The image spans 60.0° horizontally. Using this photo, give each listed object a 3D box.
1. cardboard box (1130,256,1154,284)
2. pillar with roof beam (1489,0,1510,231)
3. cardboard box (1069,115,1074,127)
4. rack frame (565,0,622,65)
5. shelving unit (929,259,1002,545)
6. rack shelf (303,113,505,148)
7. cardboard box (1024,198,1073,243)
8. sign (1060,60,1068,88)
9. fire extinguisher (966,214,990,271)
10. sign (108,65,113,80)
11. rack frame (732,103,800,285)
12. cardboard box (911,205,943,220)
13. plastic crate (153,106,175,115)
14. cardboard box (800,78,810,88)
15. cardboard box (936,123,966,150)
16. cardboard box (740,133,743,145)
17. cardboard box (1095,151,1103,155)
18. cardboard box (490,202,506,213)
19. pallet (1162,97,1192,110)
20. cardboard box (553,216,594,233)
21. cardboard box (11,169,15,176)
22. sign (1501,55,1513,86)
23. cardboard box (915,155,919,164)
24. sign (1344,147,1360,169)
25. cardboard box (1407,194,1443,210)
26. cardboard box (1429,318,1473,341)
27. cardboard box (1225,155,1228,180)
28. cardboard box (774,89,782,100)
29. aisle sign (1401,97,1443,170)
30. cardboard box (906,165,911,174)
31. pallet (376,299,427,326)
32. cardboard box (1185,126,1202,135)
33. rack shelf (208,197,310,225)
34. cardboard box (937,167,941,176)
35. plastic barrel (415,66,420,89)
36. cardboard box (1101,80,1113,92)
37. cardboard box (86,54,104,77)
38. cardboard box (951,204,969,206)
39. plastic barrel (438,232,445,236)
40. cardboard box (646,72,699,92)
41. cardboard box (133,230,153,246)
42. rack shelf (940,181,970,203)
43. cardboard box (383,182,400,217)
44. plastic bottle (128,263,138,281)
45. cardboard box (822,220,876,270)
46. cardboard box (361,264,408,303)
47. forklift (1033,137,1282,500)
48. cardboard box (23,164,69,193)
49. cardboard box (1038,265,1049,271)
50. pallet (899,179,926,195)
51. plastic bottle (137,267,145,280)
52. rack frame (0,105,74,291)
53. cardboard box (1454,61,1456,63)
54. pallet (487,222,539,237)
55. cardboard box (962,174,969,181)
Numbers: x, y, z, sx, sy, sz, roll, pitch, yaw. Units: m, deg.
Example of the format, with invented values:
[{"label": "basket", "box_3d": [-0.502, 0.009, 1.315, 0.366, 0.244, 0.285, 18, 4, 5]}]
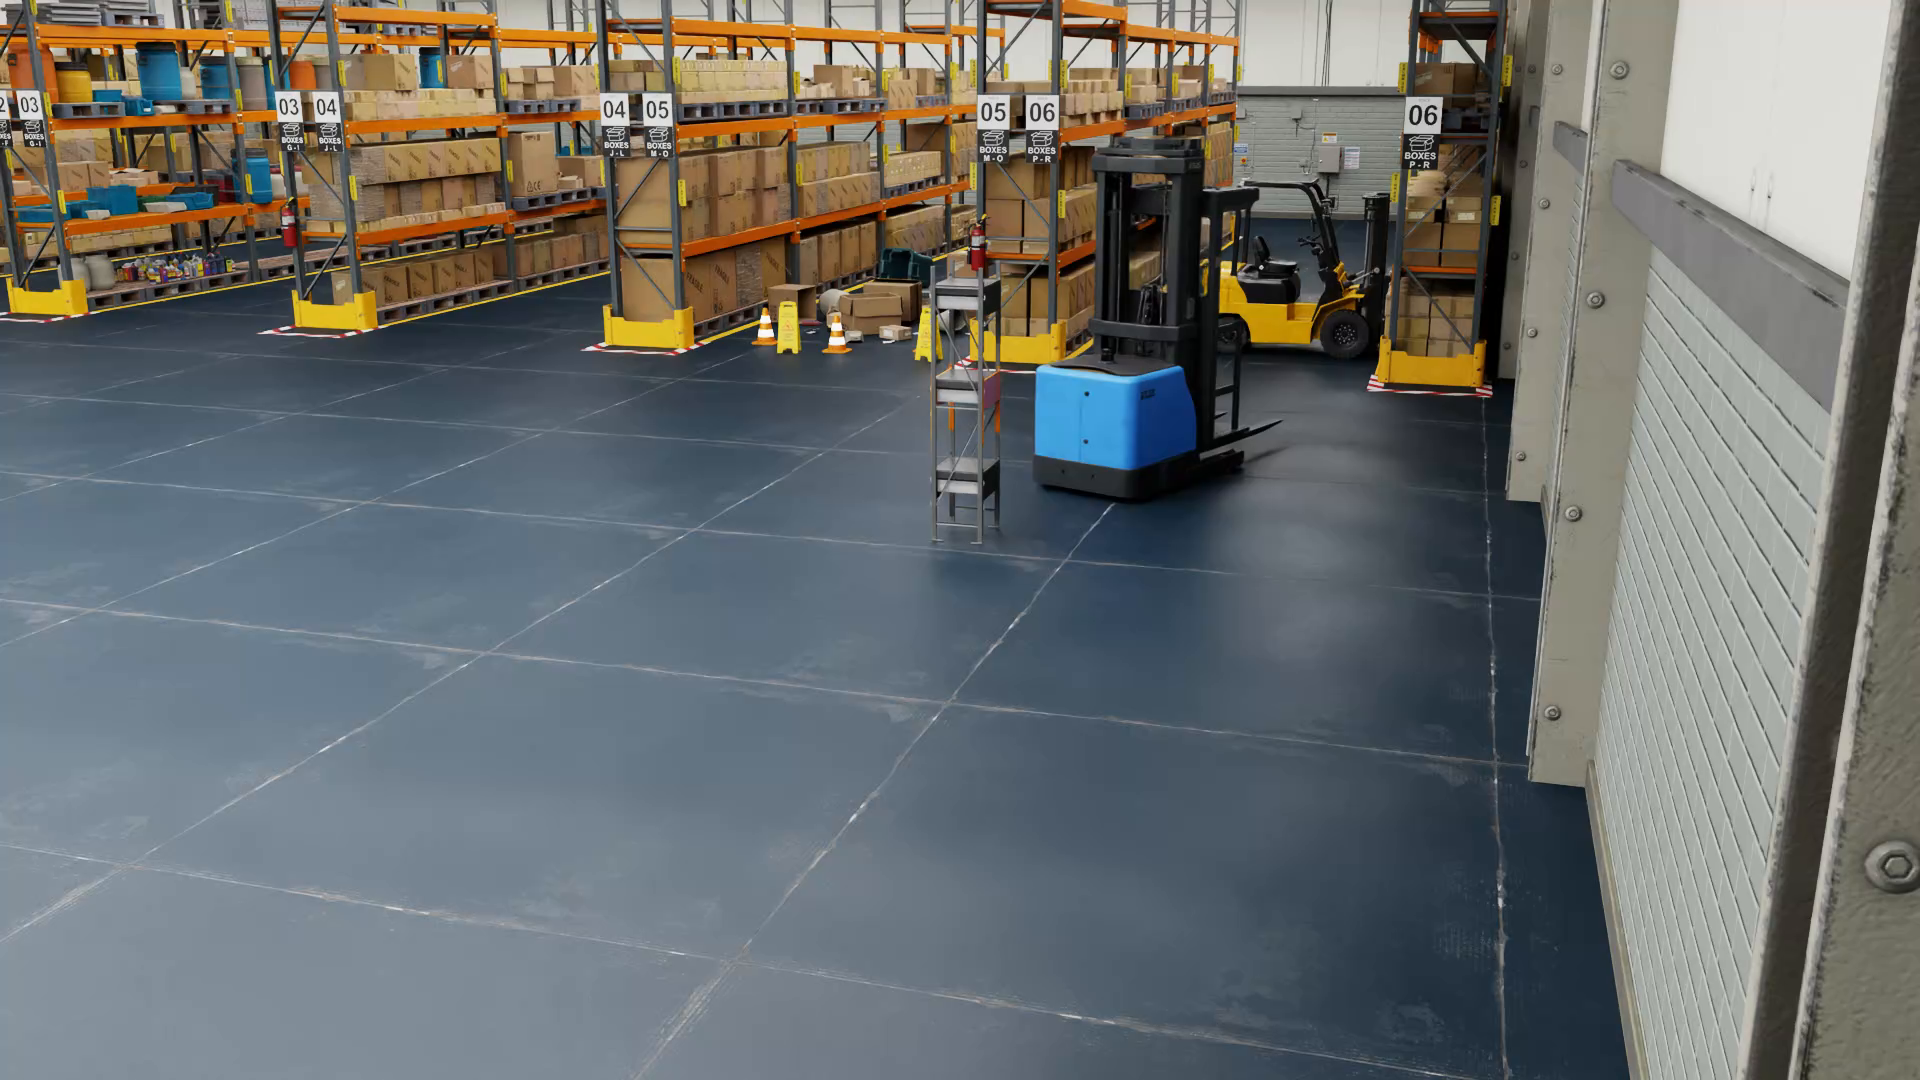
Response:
[{"label": "cardboard box", "box_3d": [2.597, -4.354, 26.729, 0.950, 0.372, 0.625, 4, 16, 15]}, {"label": "pillar with roof beam", "box_3d": [7.506, -11.321, 36.253, 9.100, 9.000, 0.400, 5, 16, 16]}, {"label": "cardboard box", "box_3d": [1.198, -5.190, 20.594, 0.380, 0.149, 0.250, 5, 17, 17]}, {"label": "rack frame", "box_3d": [-6.532, -9.412, 29.520, 1.000, 3.000, 0.127, 5, 16, 16]}, {"label": "shelving unit", "box_3d": [0.047, -1.053, 12.696, 0.431, 2.100, 0.503, 5, 16, 16]}, {"label": "rack shelf", "box_3d": [-8.237, -6.053, 24.493, 1.077, 0.370, 4.000, 5, 16, 16]}, {"label": "cardboard box", "box_3d": [1.096, -3.958, 20.557, 0.500, 0.500, 0.500, 4, 16, 15]}, {"label": "sign", "box_3d": [1.216, -5.485, 19.573, 0.100, 0.325, 0.005, 5, 16, 16]}, {"label": "fire extinguisher", "box_3d": [0.222, -3.633, 20.281, 0.296, 0.674, 0.183, 5, 16, 16]}, {"label": "sign", "box_3d": [-19.120, -10.528, 37.428, 0.100, 0.325, 0.005, 5, 16, 16]}, {"label": "rack frame", "box_3d": [-2.942, -5.068, 25.200, 1.000, 3.000, 0.127, 5, 16, 16]}, {"label": "cardboard box", "box_3d": [-0.638, -6.307, 32.004, 0.500, 0.250, 0.500, 4, 16, 14]}, {"label": "plastic crate", "box_3d": [-12.486, -6.728, 26.039, 0.243, 0.136, 0.396, 5, 16, 16]}, {"label": "cardboard box", "box_3d": [-2.655, -7.194, 26.408, 0.500, 0.311, 0.500, 4, 16, 14]}, {"label": "cardboard box", "box_3d": [-0.174, -8.069, 33.220, 0.500, 0.500, 0.500, 4, 16, 14]}, {"label": "cardboard box", "box_3d": [-4.867, -8.237, 34.729, 0.500, 0.500, 0.500, 5, 16, 16]}, {"label": "cardboard box", "box_3d": [1.931, -5.735, 24.866, 0.380, 0.149, 0.250, 4, 16, 14]}, {"label": "cardboard box", "box_3d": [-7.448, -5.279, 26.404, 0.380, 0.149, 0.250, 5, 16, 16]}, {"label": "pallet", "box_3d": [3.416, -7.575, 28.886, 1.003, 0.211, 1.213, 5, 17, 18]}, {"label": "cardboard box", "box_3d": [-6.835, -5.578, 29.399, 0.500, 0.250, 0.500, 7, 17, 22]}, {"label": "cardboard box", "box_3d": [-20.227, -7.763, 35.125, 0.380, 0.149, 0.250, 5, 17, 18]}, {"label": "sign", "box_3d": [5.986, -5.137, 18.200, 0.100, 0.325, 0.005, 5, 16, 16]}, {"label": "cardboard box", "box_3d": [-0.967, -7.067, 30.849, 0.380, 0.149, 0.250, 4, 16, 13]}, {"label": "sign", "box_3d": [9.328, -9.096, 39.576, 0.329, 0.494, 0.001, 5, 16, 16]}, {"label": "cardboard box", "box_3d": [5.356, -3.893, 19.142, 0.380, 0.149, 0.250, 5, 16, 16]}, {"label": "cardboard box", "box_3d": [5.789, -2.507, 19.523, 0.500, 0.250, 0.500, 5, 17, 17]}, {"label": "cardboard box", "box_3d": [5.202, -7.621, 34.018, 0.500, 0.500, 0.500, 4, 16, 15]}, {"label": "cardboard box", "box_3d": [-2.810, -6.454, 24.098, 0.380, 0.149, 0.250, 5, 17, 17]}, {"label": "aisle sign", "box_3d": [5.156, -4.536, 18.561, 0.394, 0.787, 0.004, 5, 16, 16]}, {"label": "cardboard box", "box_3d": [-1.111, -6.787, 30.405, 0.380, 0.149, 0.250, 4, 16, 15]}, {"label": "pallet", "box_3d": [-8.519, -3.321, 24.150, 1.003, 0.211, 1.213, 5, 16, 16]}, {"label": "cardboard box", "box_3d": [4.445, -7.707, 31.300, 0.380, 0.149, 0.250, 4, 16, 15]}, {"label": "rack shelf", "box_3d": [-11.849, -6.040, 29.946, 1.077, 0.370, 4.000, 5, 16, 16]}, {"label": "cardboard box", "box_3d": [-0.592, -7.123, 32.135, 0.380, 0.149, 0.250, 4, 16, 15]}, {"label": "plastic barrel", "box_3d": [-10.921, -9.095, 32.884, 0.433, 0.535, 0.433, 0, 16, 0]}, {"label": "cardboard box", "box_3d": [1.844, -6.103, 22.352, 0.380, 0.149, 0.250, 5, 17, 18]}, {"label": "cardboard box", "box_3d": [-19.668, -10.907, 38.237, 0.500, 0.500, 0.500, 4, 16, 15]}, {"label": "cardboard box", "box_3d": [-0.006, -7.213, 36.128, 0.380, 0.149, 0.250, 4, 16, 13]}, {"label": "plastic barrel", "box_3d": [-10.762, -6.494, 34.018, 0.421, 0.512, 0.421, 0, 16, 0]}, {"label": "cardboard box", "box_3d": [-3.696, -5.892, 21.385, 0.500, 0.250, 0.500, 5, 16, 16]}, {"label": "cardboard box", "box_3d": [-16.088, -5.882, 32.340, 0.500, 0.250, 0.500, 4, 16, 15]}, {"label": "rack shelf", "box_3d": [-0.100, -7.338, 34.522, 1.077, 0.370, 4.000, 5, 16, 16]}, {"label": "cardboard box", "box_3d": [-8.596, -4.906, 23.899, 0.875, 0.500, 0.500, 5, 16, 16]}, {"label": "plastic bottle", "box_3d": [-13.253, -4.292, 26.634, 0.061, 0.283, 0.133, 5, 16, 16]}, {"label": "cardboard box", "box_3d": [-2.065, -5.082, 28.602, 1.050, 0.750, 0.750, 4, 16, 15]}, {"label": "cardboard box", "box_3d": [-8.475, -3.753, 24.375, 0.500, 0.500, 0.500, 10, 18, 30]}, {"label": "forklift", "box_3d": [1.930, -2.088, 14.821, 1.130, 2.935, 3.031, 12, 20, 36]}, {"label": "cardboard box", "box_3d": [-16.782, -6.634, 30.537, 0.500, 0.500, 0.500, 6, 17, 20]}, {"label": "cardboard box", "box_3d": [0.969, -3.402, 22.222, 0.500, 0.500, 0.500, 4, 16, 15]}, {"label": "pallet", "box_3d": [-1.282, -6.543, 30.752, 1.003, 0.211, 1.213, 5, 16, 16]}, {"label": "plastic bottle", "box_3d": [-13.190, -4.292, 26.785, 0.097, 0.201, 0.097, 0, 16, 0]}, {"label": "rack frame", "box_3d": [-13.554, -4.817, 24.313, 1.000, 3.000, 0.127, 5, 16, 16]}, {"label": "cardboard box", "box_3d": [8.845, -8.249, 29.121, 0.396, 0.266, 0.258, 4, 16, 15]}, {"label": "pallet", "box_3d": [-9.972, -6.810, 36.451, 1.003, 0.211, 1.213, 5, 16, 16]}, {"label": "cardboard box", "box_3d": [-0.029, -7.367, 33.767, 0.380, 0.149, 0.250, 5, 17, 17]}]
